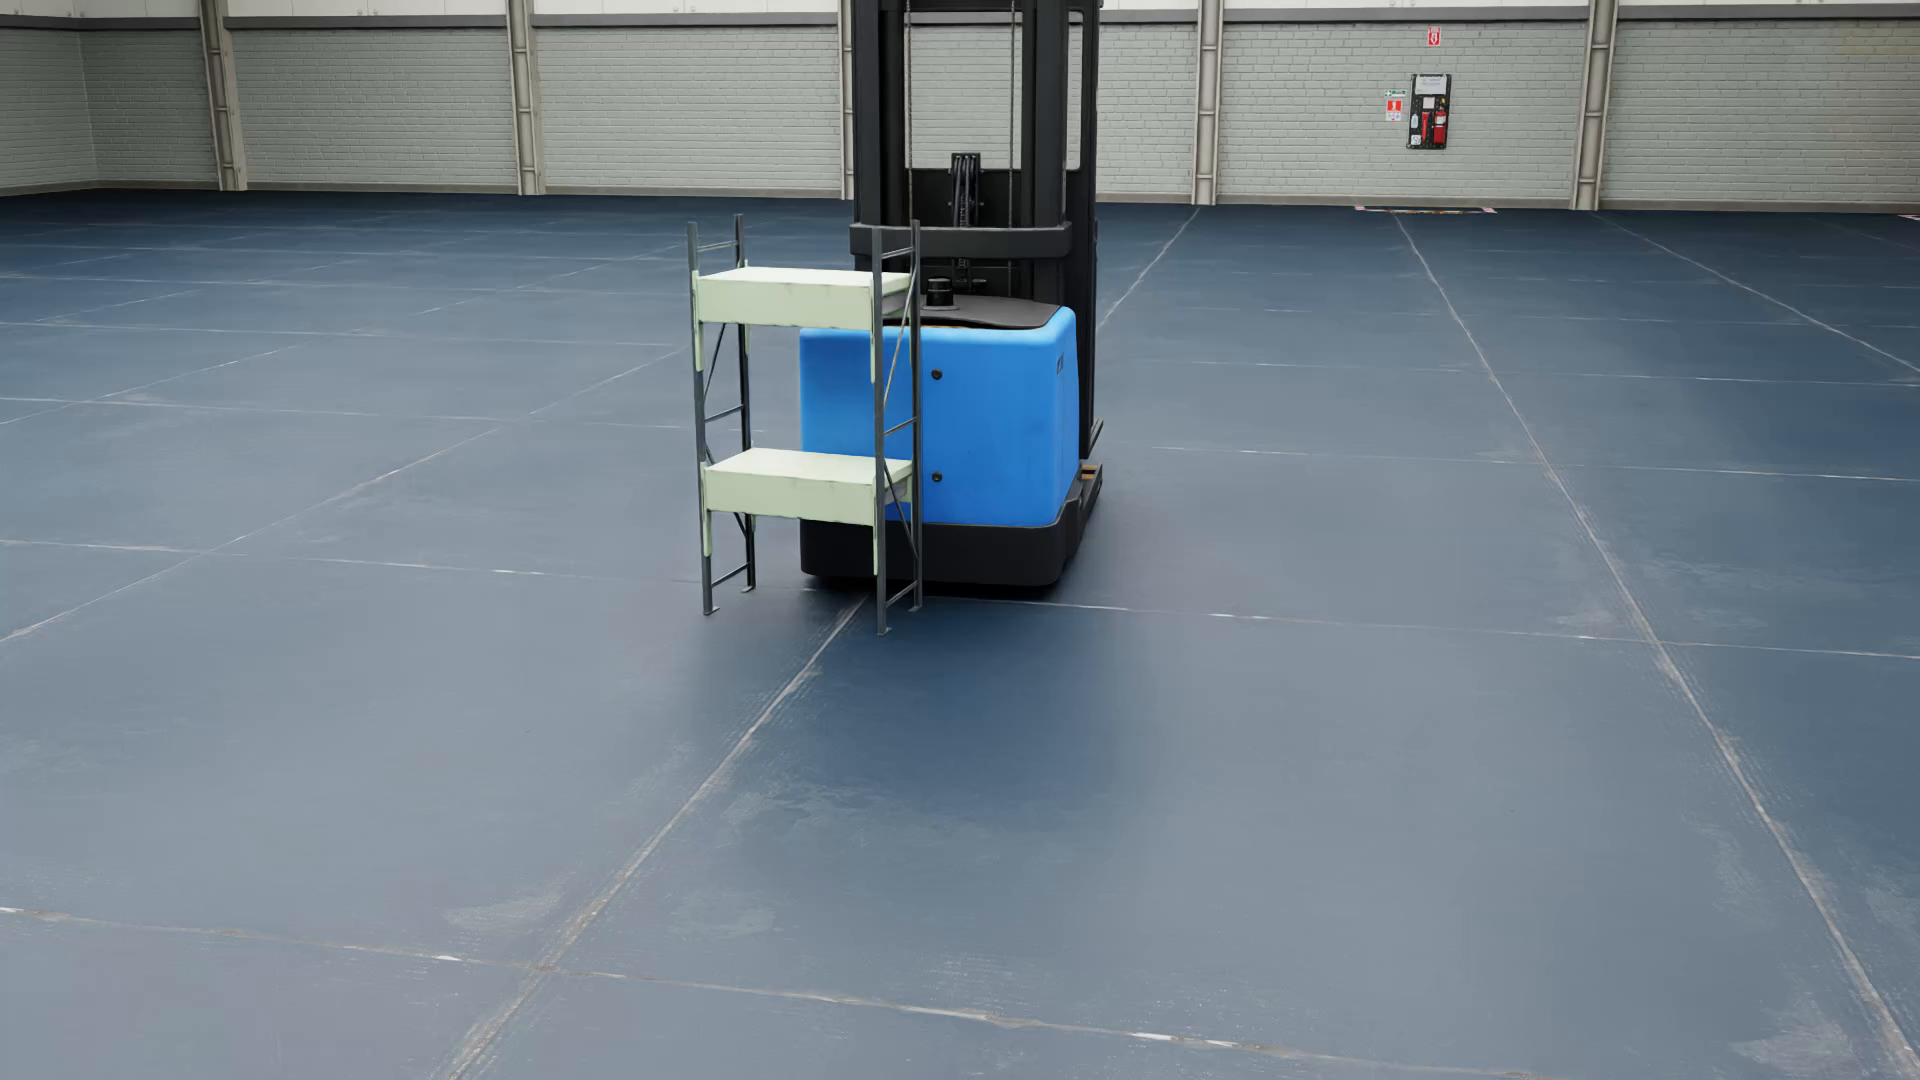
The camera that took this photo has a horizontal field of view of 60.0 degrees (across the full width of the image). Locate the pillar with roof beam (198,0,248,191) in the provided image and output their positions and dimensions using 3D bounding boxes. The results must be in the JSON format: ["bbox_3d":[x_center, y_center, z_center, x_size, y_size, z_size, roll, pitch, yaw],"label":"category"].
[{"bbox_3d":[-14.442,-9.756,25.854,0.400,9.000,9.100,3,16,11],"label":"pillar with roof beam"}]

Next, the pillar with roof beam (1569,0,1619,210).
[{"bbox_3d":[9.077,-8.479,21.245,0.400,9.000,9.100,3,16,11],"label":"pillar with roof beam"}]

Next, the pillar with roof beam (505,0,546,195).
[{"bbox_3d":[-8.562,-9.437,24.702,0.400,9.000,9.100,3,16,11],"label":"pillar with roof beam"}]

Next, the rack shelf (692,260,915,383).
[{"bbox_3d":[-0.571,-0.824,6.194,0.720,0.370,0.431,6,16,20],"label":"rack shelf"}]

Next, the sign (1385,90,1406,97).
[{"bbox_3d":[7.002,-7.182,26.741,0.331,0.109,0.001,3,16,11],"label":"sign"}]

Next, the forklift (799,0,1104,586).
[{"bbox_3d":[0.105,-1.578,7.697,1.130,2.935,3.031,3,16,9],"label":"forklift"}]

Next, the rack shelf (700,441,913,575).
[{"bbox_3d":[-0.571,-0.133,6.385,0.720,0.370,0.431,6,16,20],"label":"rack shelf"}]

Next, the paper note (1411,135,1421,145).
[{"bbox_3d":[7.361,-6.458,26.839,0.142,0.148,0.016,3,16,11],"label":"paper note"}]

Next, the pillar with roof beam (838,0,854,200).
[{"bbox_3d":[-2.683,-9.117,23.549,0.400,9.000,9.100,3,16,11],"label":"pillar with roof beam"}]

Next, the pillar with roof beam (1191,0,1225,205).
[{"bbox_3d":[3.197,-8.798,22.397,0.400,9.000,9.100,3,16,11],"label":"pillar with roof beam"}]

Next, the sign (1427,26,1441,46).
[{"bbox_3d":[7.532,-7.999,26.408,0.199,0.298,0.001,3,16,11],"label":"sign"}]

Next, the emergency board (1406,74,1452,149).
[{"bbox_3d":[7.520,-6.856,26.622,0.643,1.169,0.194,3,16,11],"label":"emergency board"}]

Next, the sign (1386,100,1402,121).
[{"bbox_3d":[6.999,-6.929,26.821,0.234,0.329,0.001,3,16,11],"label":"sign"}]

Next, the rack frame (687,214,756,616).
[{"bbox_3d":[-0.914,-0.481,6.421,0.023,1.500,0.400,6,16,20],"label":"rack frame"}]

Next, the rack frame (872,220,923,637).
[{"bbox_3d":[-0.228,-0.413,6.175,0.023,1.500,0.400,6,16,20],"label":"rack frame"}]

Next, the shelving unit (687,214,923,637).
[{"bbox_3d":[-0.571,-0.447,6.298,0.755,1.500,0.431,6,16,20],"label":"shelving unit"}]
